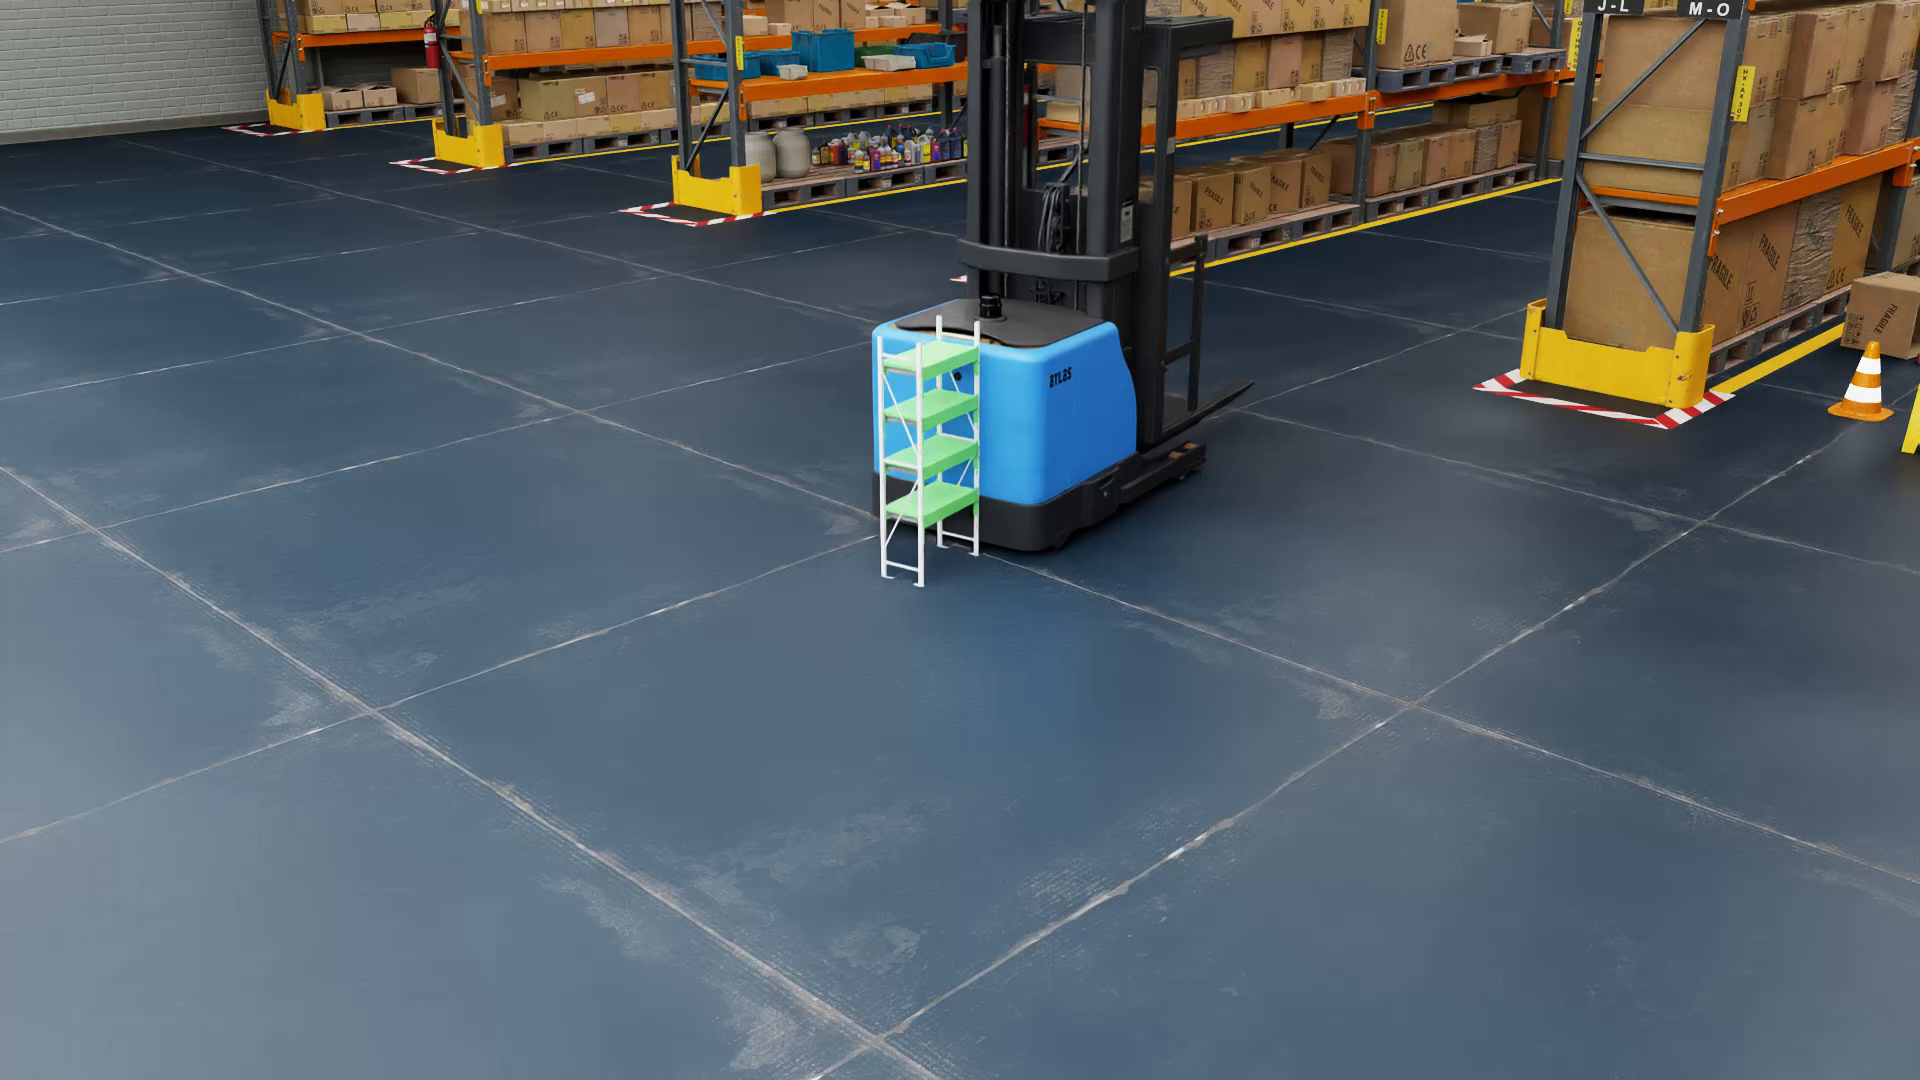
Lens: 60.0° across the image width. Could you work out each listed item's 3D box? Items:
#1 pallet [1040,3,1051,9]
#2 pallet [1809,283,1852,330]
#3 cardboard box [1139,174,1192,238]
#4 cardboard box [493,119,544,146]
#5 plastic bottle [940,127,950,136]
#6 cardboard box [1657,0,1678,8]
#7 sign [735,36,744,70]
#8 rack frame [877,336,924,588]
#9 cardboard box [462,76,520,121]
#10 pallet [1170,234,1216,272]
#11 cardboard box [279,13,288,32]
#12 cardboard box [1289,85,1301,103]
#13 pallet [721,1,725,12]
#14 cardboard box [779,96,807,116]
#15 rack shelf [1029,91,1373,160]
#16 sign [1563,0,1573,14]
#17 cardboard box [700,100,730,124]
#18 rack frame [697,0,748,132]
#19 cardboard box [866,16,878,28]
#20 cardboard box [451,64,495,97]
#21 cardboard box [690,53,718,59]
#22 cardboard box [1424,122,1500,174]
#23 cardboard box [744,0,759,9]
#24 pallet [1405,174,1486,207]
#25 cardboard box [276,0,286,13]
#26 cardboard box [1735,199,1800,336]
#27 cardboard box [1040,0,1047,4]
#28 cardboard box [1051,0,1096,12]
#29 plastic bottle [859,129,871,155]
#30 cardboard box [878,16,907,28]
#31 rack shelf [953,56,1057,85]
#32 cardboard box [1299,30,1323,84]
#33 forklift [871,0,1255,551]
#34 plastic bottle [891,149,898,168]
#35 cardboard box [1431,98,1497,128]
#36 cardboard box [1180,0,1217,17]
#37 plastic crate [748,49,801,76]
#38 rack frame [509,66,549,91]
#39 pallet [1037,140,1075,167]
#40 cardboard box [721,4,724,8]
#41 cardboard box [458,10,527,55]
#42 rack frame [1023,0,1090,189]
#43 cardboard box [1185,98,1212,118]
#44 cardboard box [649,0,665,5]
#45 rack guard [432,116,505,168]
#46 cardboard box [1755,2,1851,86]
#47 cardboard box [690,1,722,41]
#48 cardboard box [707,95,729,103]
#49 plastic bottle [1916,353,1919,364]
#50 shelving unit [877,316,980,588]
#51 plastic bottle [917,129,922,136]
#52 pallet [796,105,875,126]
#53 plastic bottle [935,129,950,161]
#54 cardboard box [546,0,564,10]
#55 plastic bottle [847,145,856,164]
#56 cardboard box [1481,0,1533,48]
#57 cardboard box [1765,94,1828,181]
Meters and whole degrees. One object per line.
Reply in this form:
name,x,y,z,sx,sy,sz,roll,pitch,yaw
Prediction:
pallet,0.763,-8.653,27.173,1.003,0.211,1.213,19,28,41
pallet,6.611,-1.988,13.452,1.003,0.211,1.213,19,28,41
cardboard box,1.764,-3.052,15.234,0.500,0.500,0.500,-12,24,-28
cardboard box,-5.638,-5.180,21.117,0.500,0.250,0.500,19,28,41
plastic bottle,-0.181,-4.740,19.804,0.144,0.351,0.185,19,28,41
cardboard box,8.855,-7.138,21.427,0.797,0.503,0.637,18,28,39
sign,-2.234,-4.935,16.846,0.100,0.325,0.005,19,28,41
rack frame,-0.277,-0.356,7.829,0.240,1.200,0.015,13,25,31
cardboard box,-6.011,-5.660,21.321,0.500,0.500,0.500,19,28,41
pallet,1.569,-2.622,15.103,1.003,0.211,1.213,19,28,41
cardboard box,-9.536,-7.532,24.170,0.500,0.250,0.500,-20,28,-41
cardboard box,3.012,-4.252,15.807,0.380,0.149,0.250,19,28,41
pallet,-4.563,-9.181,28.547,1.213,0.211,1.003,19,28,41
cardboard box,-2.565,-6.298,24.027,0.500,0.250,0.500,-19,28,-41
rack shelf,2.319,-3.883,15.498,1.077,0.370,4.000,19,28,41
sign,6.900,-6.131,18.841,0.100,0.325,0.005,19,28,41
cardboard box,-3.548,-5.952,23.126,0.500,0.250,0.500,19,28,41
rack frame,-3.381,-7.213,23.160,1.000,3.000,0.127,19,28,41
cardboard box,-1.440,-7.782,24.991,0.250,0.149,0.380,-18,27,-38
cardboard box,-7.628,-7.214,26.033,0.500,0.500,0.500,17,27,37
cardboard box,-4.607,-8.321,28.912,0.500,0.500,0.700,-20,29,-41
cardboard box,5.673,-4.476,18.911,0.700,0.500,0.500,16,26,36
cardboard box,-3.747,-9.399,29.169,0.380,0.149,0.250,19,28,40
pallet,5.107,-3.947,18.549,1.003,0.211,1.213,19,28,41
cardboard box,-9.547,-7.887,24.050,0.500,0.500,0.500,19,28,40
cardboard box,5.445,-2.059,12.127,0.875,0.875,0.875,19,28,40
cardboard box,1.011,-9.043,27.195,0.700,0.500,0.500,12,24,27
cardboard box,1.130,-4.560,14.310,0.500,0.500,0.500,19,28,41
plastic bottle,-1.123,-4.680,19.648,0.144,0.351,0.185,19,28,40
cardboard box,-1.020,-7.824,25.099,0.380,0.149,0.250,19,28,41
rack shelf,1.560,-6.151,21.399,1.077,0.370,4.000,19,28,41
cardboard box,2.982,-4.698,16.063,0.875,0.500,0.500,19,28,41
forklift,0.767,-1.787,9.139,1.130,2.935,3.031,13,25,31
plastic bottle,-0.759,-4.371,19.052,0.097,0.201,0.097,0,21,0
cardboard box,5.696,-4.831,18.788,0.500,0.250,0.500,-16,26,-36
cardboard box,1.856,-4.557,14.301,0.500,0.500,0.500,19,28,41
plastic crate,-2.033,-5.244,18.244,0.499,0.251,0.408,19,28,41
rack frame,-6.933,-8.452,26.383,1.000,3.000,0.127,19,28,41
pallet,0.685,-4.882,20.983,1.003,0.211,1.213,19,28,41
cardboard box,-4.099,-9.520,29.484,0.250,0.149,0.380,-20,28,-41
cardboard box,-5.837,-6.348,20.771,0.700,0.500,0.500,19,28,41
rack frame,0.924,-3.705,14.032,1.000,3.000,0.127,19,28,41
cardboard box,2.005,-3.853,14.768,0.380,0.149,0.250,19,28,41
cardboard box,-4.128,-7.178,22.025,0.380,0.149,0.250,19,28,40
rack guard,-6.188,-5.012,20.917,1.175,0.500,0.348,19,28,41
cardboard box,5.775,-3.540,11.890,0.875,0.550,0.500,19,28,41
cardboard box,-3.686,-7.144,22.841,0.700,0.500,0.500,18,28,39
cardboard box,-3.300,-6.305,24.044,0.500,0.250,0.500,19,28,40
plastic bottle,6.961,-1.275,11.806,0.283,0.061,0.133,9,23,23
shelving unit,-0.143,-0.430,8.020,0.258,1.200,0.503,13,25,31
plastic bottle,-0.500,-4.821,20.110,0.061,0.283,0.133,19,28,41
pallet,-2.044,-6.426,24.998,1.003,0.211,1.213,19,28,41
plastic bottle,-0.211,-4.654,19.582,0.144,0.351,0.185,18,27,38
cardboard box,-5.209,-6.778,20.984,0.380,0.149,0.250,19,28,40
plastic bottle,-1.263,-4.492,19.369,0.097,0.201,0.097,0,21,0
cardboard box,6.156,-5.855,18.902,0.500,0.500,0.500,15,26,34
cardboard box,5.482,-2.873,11.660,0.875,0.550,0.550,19,28,41
